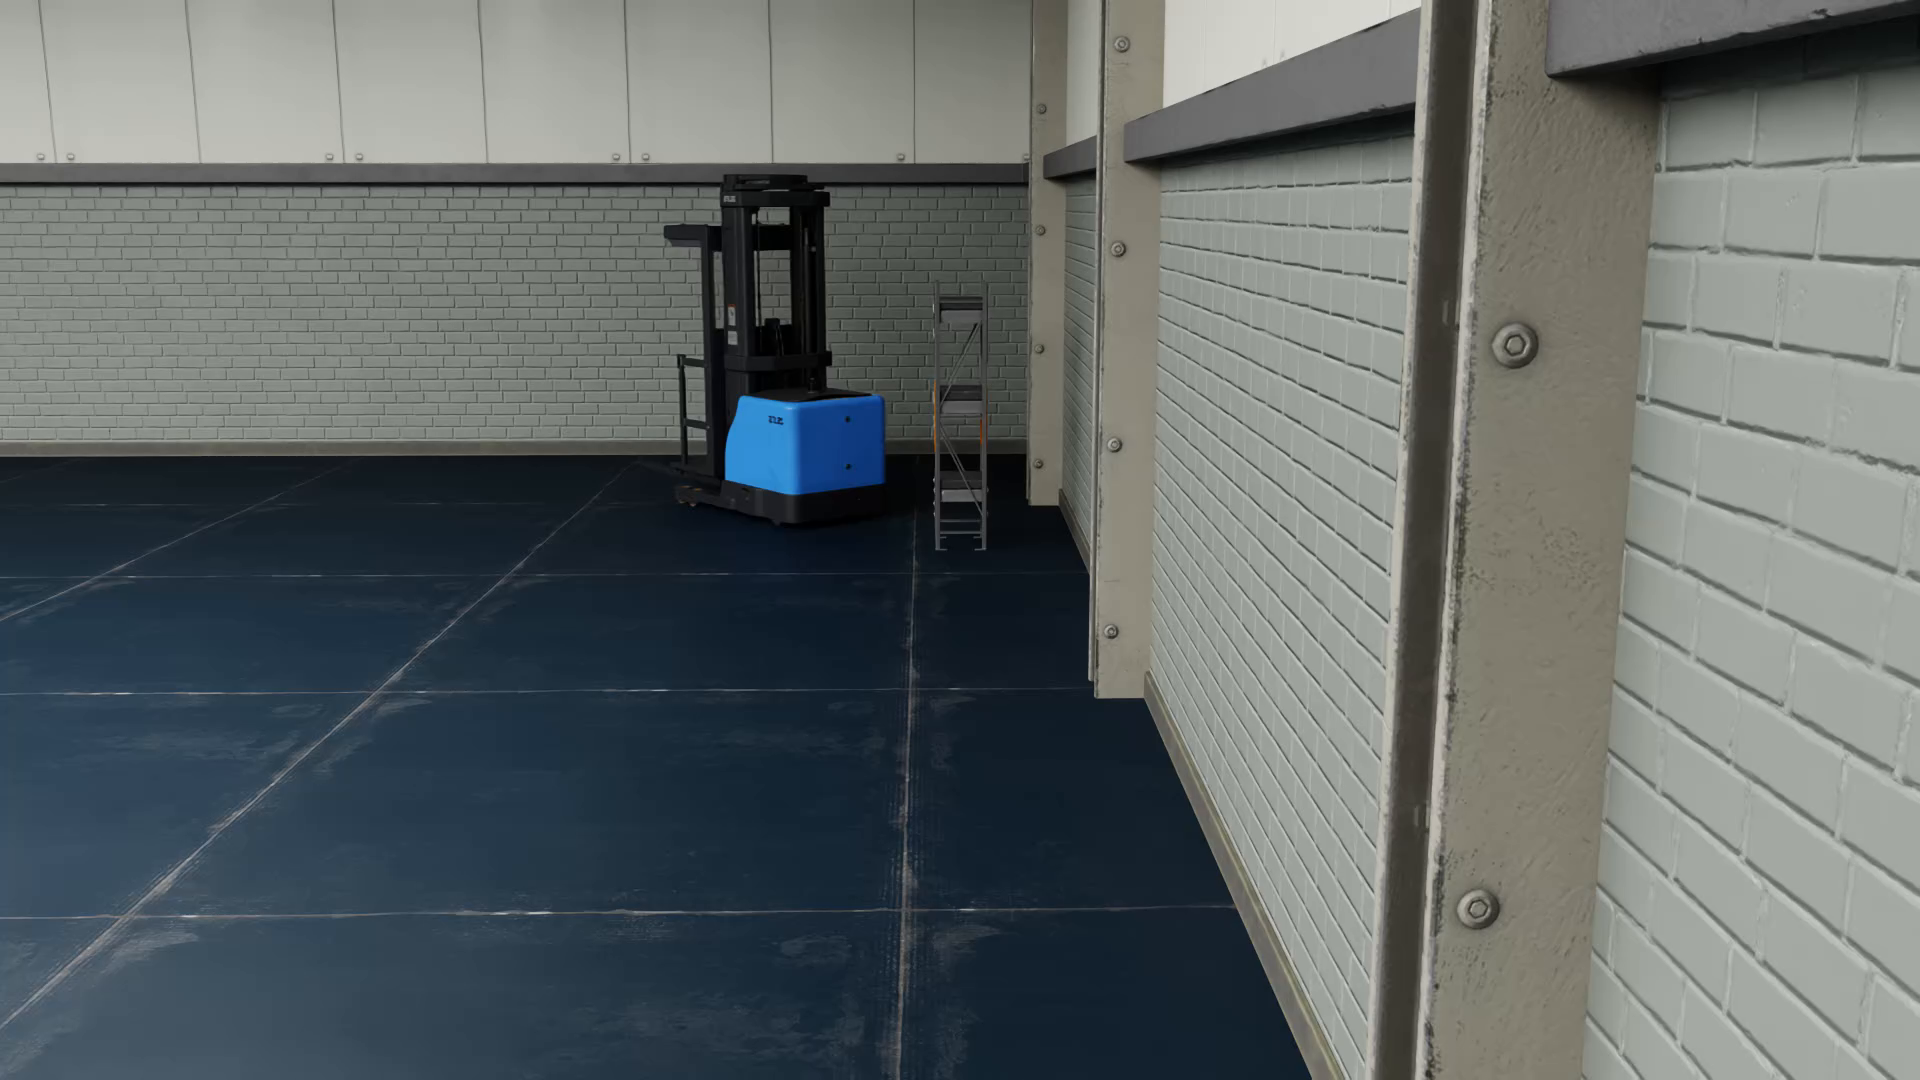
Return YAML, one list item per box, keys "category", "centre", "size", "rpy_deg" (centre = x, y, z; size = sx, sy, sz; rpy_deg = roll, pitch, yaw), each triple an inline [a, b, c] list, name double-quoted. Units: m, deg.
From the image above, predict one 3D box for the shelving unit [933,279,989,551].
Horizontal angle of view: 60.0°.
- category: "shelving unit"
  centre: [0.003, -0.996, 13.188]
  size: [0.431, 2.100, 0.503]
  rpy_deg: [0, 11, -1]

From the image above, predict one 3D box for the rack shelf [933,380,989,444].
- category: "rack shelf"
  centre: [0.003, -0.983, 13.191]
  size: [0.431, 0.518, 0.480]
  rpy_deg: [0, 11, -1]

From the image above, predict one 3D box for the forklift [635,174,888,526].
- category: "forklift"
  centre: [-1.953, -1.793, 15.027]
  size: [1.130, 2.935, 3.031]
  rpy_deg: [-9, 15, -39]

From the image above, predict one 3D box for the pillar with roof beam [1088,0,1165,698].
- category: "pillar with roof beam"
  centre: [-3.403, -3.554, 8.446]
  size: [9.100, 9.000, 0.400]
  rpy_deg: [0, 11, -1]

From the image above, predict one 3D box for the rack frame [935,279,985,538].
- category: "rack frame"
  centre: [-0.002, -1.045, 13.427]
  size: [0.400, 2.100, 0.015]
  rpy_deg: [0, 11, -1]

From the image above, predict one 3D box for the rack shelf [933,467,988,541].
- category: "rack shelf"
  centre: [0.003, -0.297, 13.330]
  size: [0.431, 0.518, 0.480]
  rpy_deg: [0, 11, -1]

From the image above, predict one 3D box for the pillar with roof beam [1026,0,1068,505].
- category: "pillar with roof beam"
  centre: [-3.527, -4.747, 14.325]
  size: [9.100, 9.000, 0.400]
  rpy_deg: [0, 11, -1]

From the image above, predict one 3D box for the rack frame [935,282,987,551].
- category: "rack frame"
  centre: [0.008, -0.948, 12.949]
  size: [0.400, 2.100, 0.015]
  rpy_deg: [0, 11, -1]

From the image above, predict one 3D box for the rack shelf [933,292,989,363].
- category: "rack shelf"
  centre: [0.003, -1.669, 13.052]
  size: [0.431, 0.518, 0.480]
  rpy_deg: [0, 11, -1]
